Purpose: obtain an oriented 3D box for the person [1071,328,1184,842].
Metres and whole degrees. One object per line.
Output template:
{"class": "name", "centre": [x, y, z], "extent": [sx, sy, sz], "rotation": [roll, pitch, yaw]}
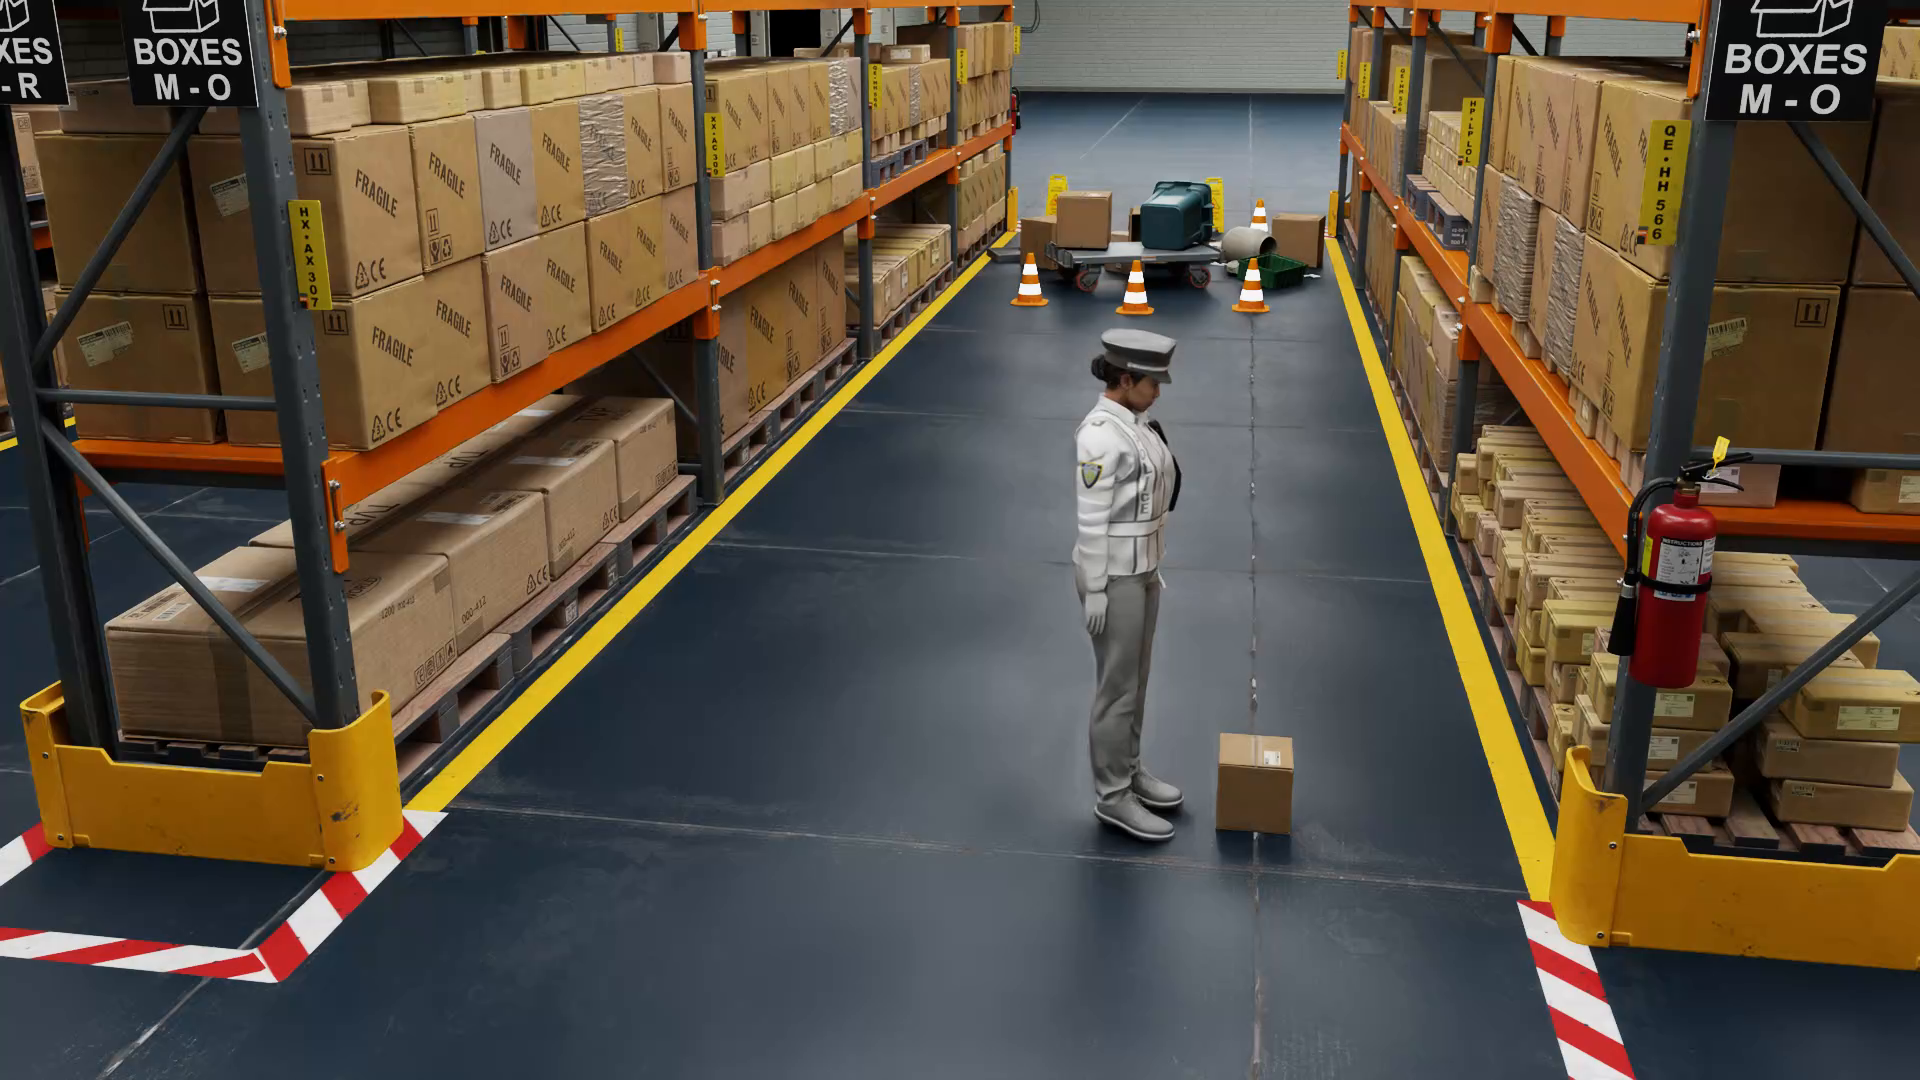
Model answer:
{"class": "person", "centre": [0.592, 0.131, 5.595], "extent": [0.418, 1.680, 0.500], "rotation": [6, 19, 19]}
